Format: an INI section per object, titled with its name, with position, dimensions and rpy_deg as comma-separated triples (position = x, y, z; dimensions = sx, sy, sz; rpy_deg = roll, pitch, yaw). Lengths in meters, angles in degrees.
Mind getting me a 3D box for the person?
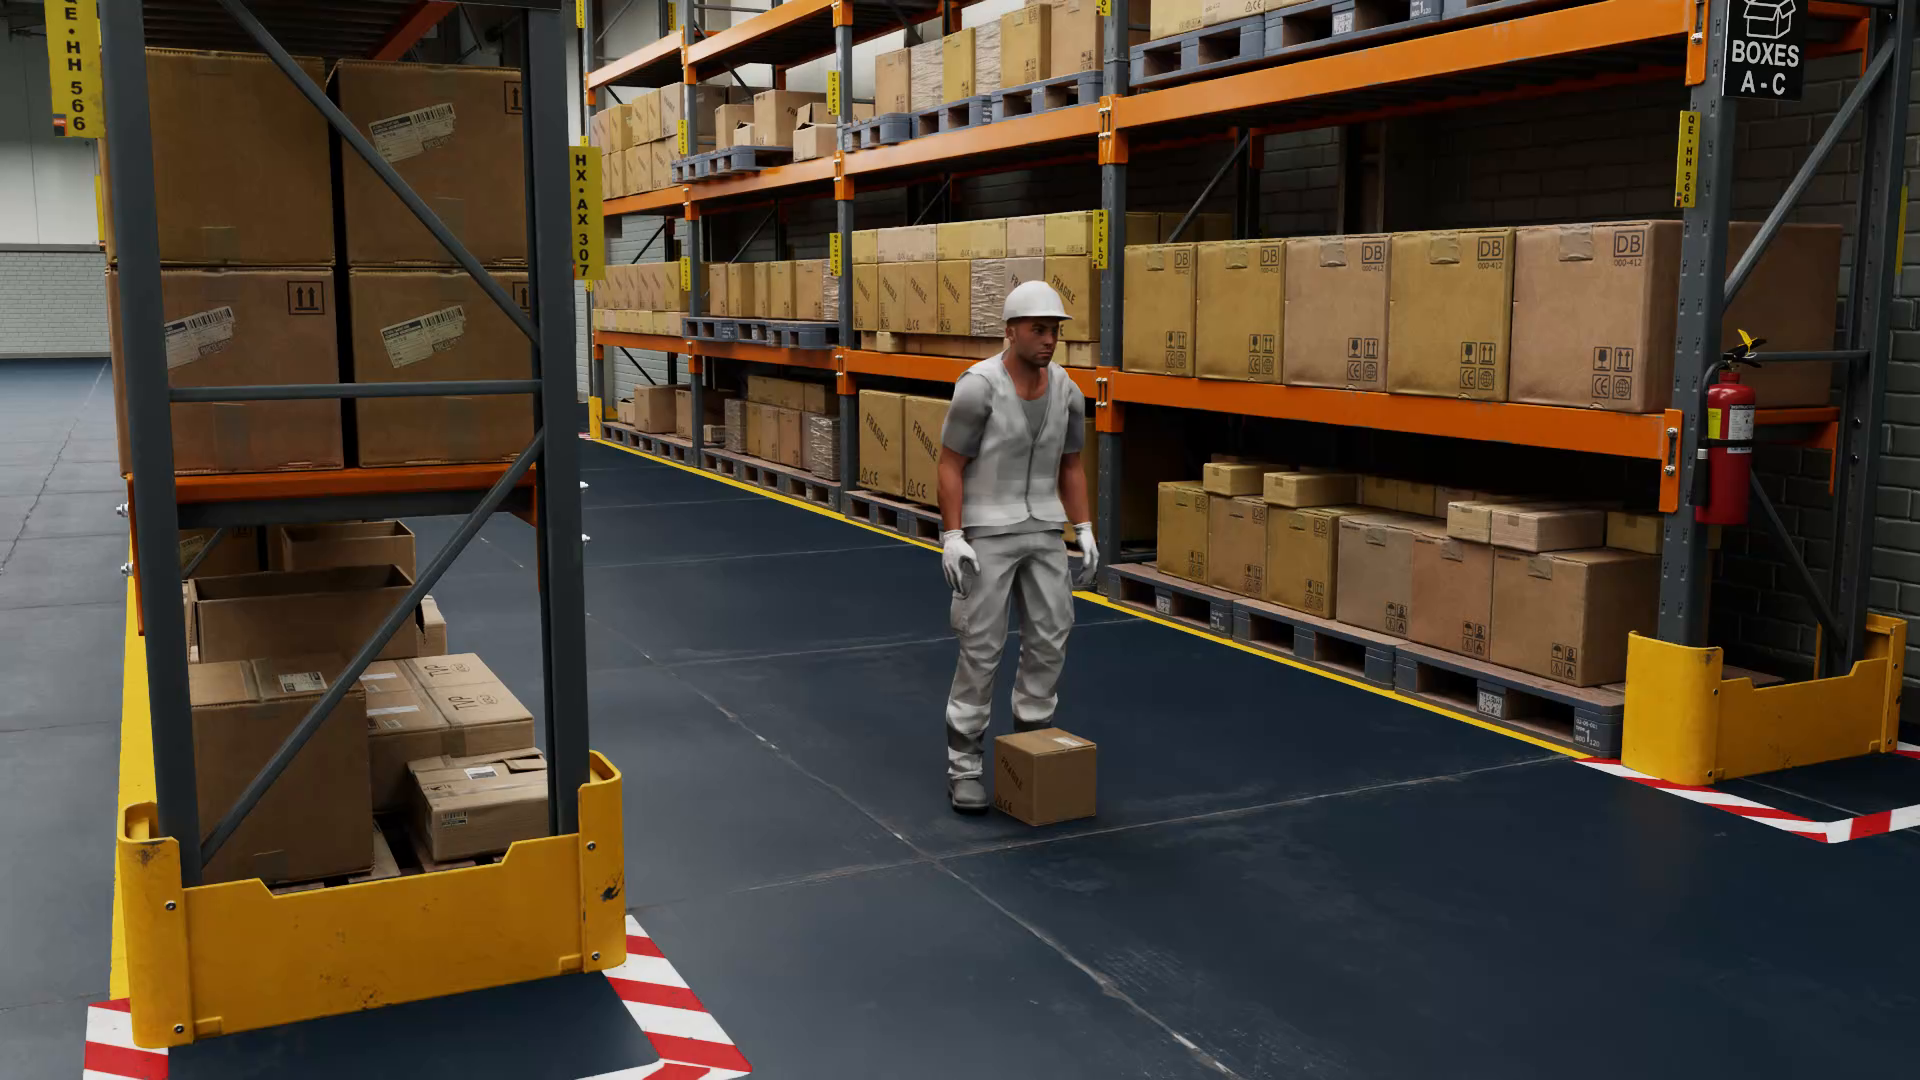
[person]
position = 0.201, 0.011, 5.710
dimensions = 0.622, 1.781, 0.445
rpy_deg = -5, 10, -29
